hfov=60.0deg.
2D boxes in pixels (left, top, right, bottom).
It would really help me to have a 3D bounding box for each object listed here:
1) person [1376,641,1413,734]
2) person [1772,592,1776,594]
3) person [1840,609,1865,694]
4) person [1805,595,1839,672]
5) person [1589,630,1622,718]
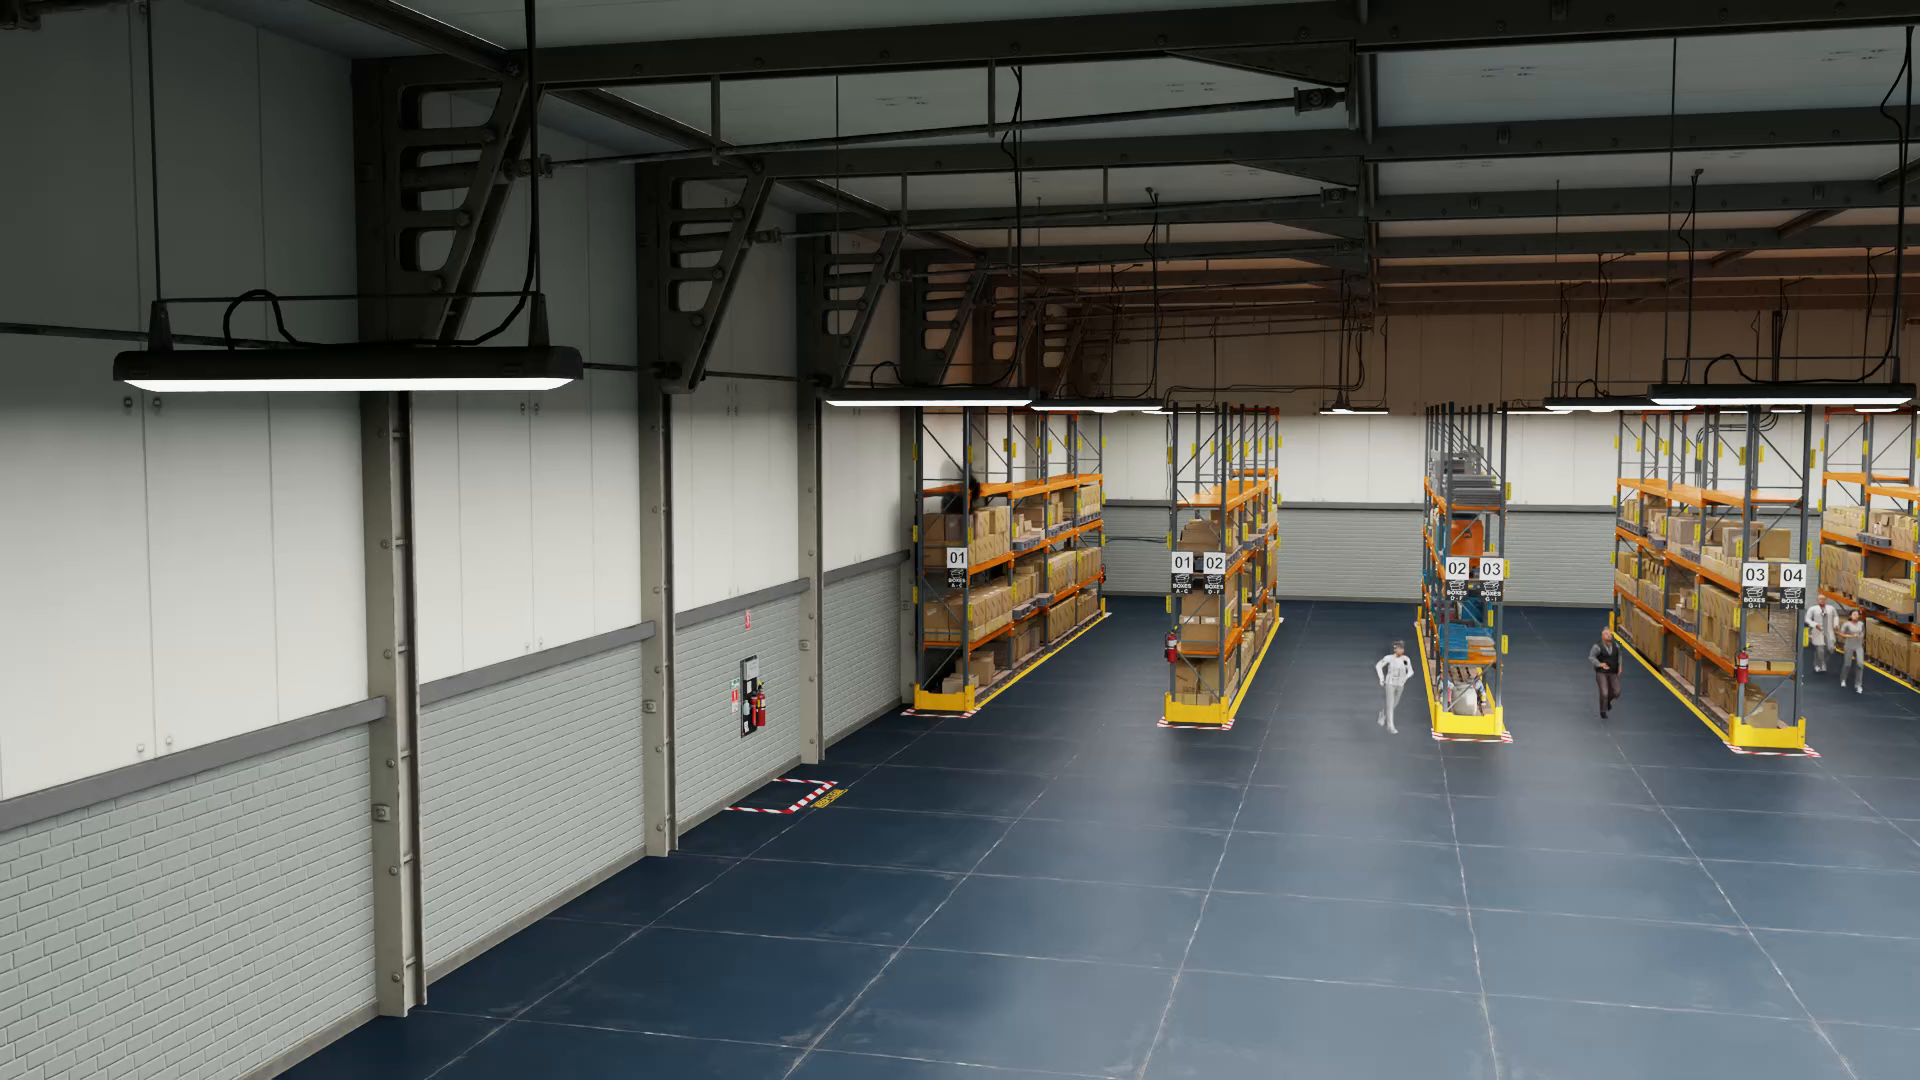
[{"bbox_3d":[7.899,2.631,30.124,0.652,1.641,0.959,0,4,-6],"label":"person"},{"bbox_3d":[20.992,1.631,43.278,0.932,1.757,0.737,-4,6,-45],"label":"person"},{"bbox_3d":[18.700,2.301,34.852,0.566,1.721,0.831,1,4,10],"label":"person"},{"bbox_3d":[19.345,2.097,37.279,0.722,1.735,0.668,1,4,13],"label":"person"},{"bbox_3d":[12.321,2.546,31.655,0.698,1.687,0.591,0,4,-2],"label":"person"}]
